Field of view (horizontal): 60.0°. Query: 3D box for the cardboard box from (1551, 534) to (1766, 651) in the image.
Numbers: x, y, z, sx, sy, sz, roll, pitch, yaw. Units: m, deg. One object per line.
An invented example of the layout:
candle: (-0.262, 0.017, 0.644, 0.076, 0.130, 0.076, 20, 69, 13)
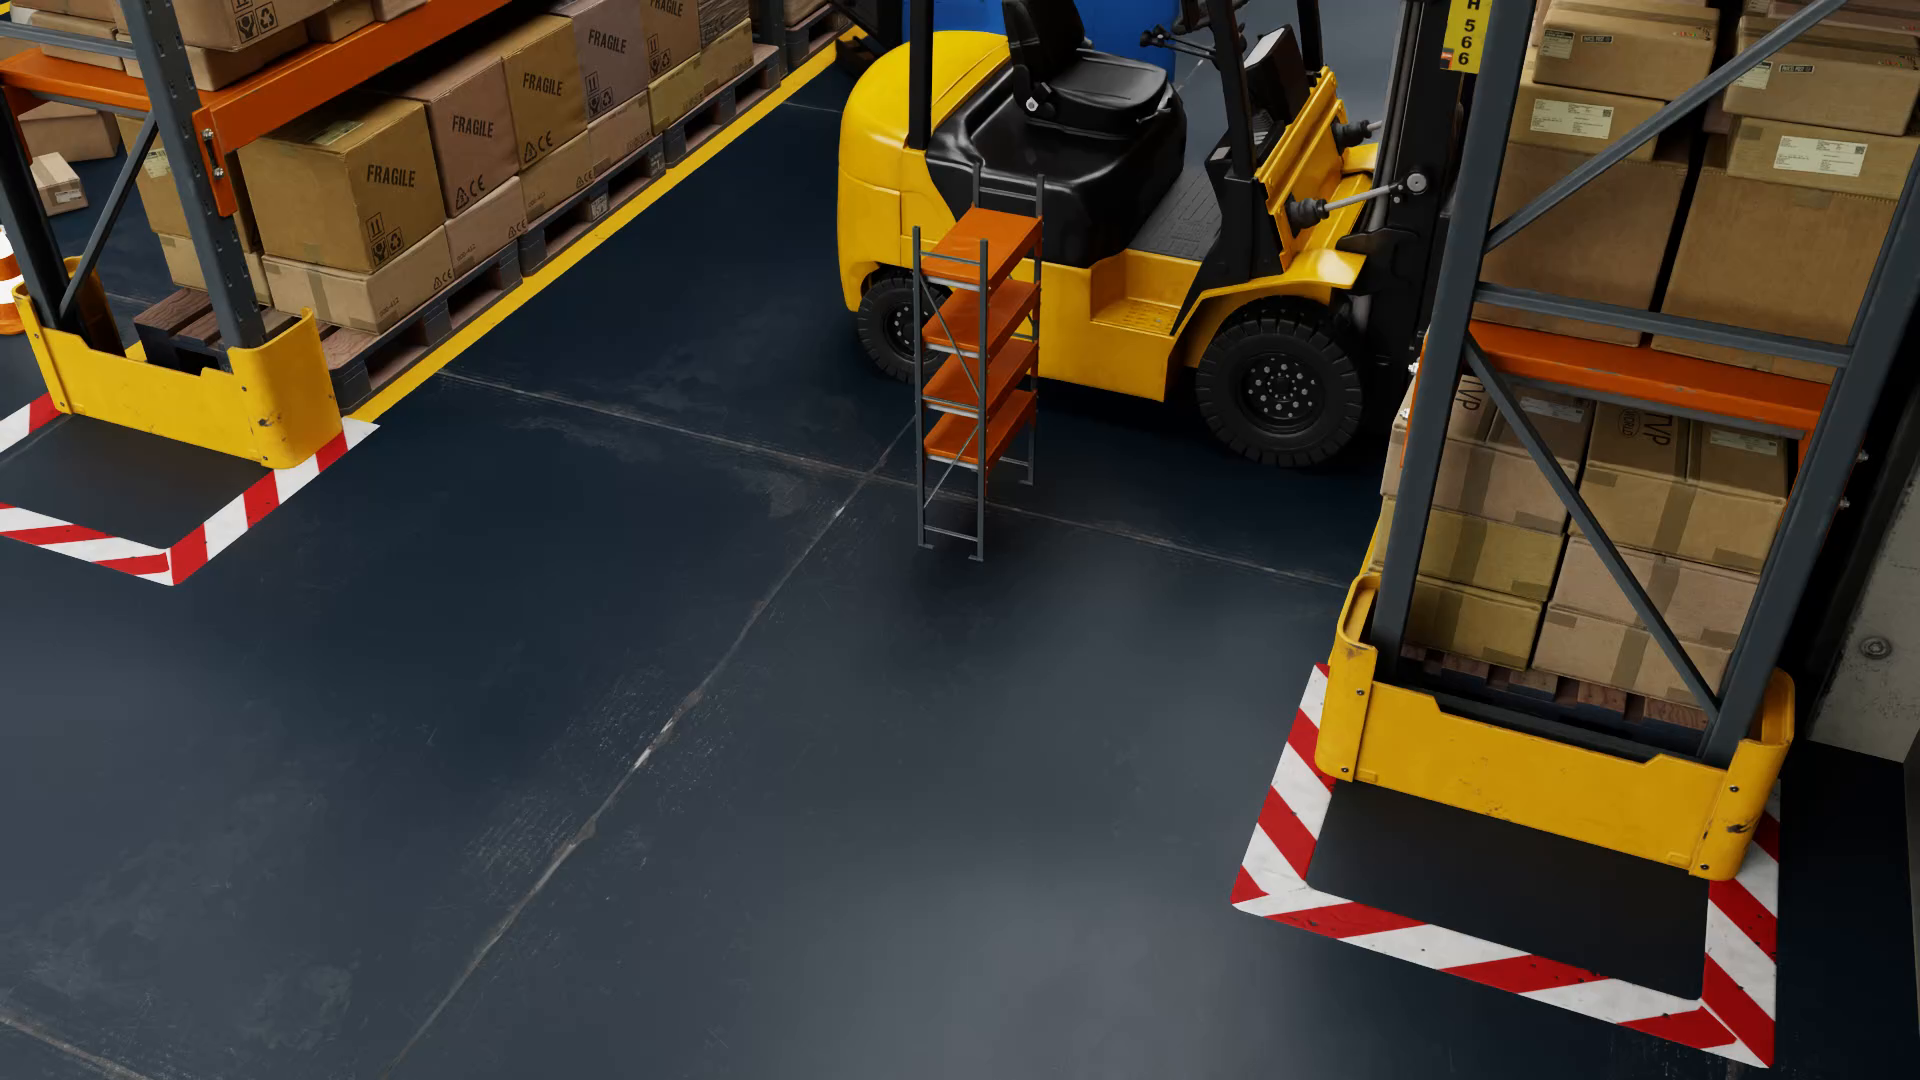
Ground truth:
cardboard box: (2.007, 0.015, 4.753, 0.500, 0.250, 0.500, 15, 39, 19)

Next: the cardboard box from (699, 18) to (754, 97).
cardboard box: (-1.410, -2.527, 8.571, 0.500, 0.250, 0.500, 16, 40, 20)

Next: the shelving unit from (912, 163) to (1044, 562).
shelving unit: (0.063, -0.572, 5.513, 0.258, 1.200, 0.503, 14, 39, 18)

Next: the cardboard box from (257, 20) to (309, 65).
cardboard box: (-2.553, -1.817, 5.885, 0.380, 0.149, 0.250, 14, 39, 18)

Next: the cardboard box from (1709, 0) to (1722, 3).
cardboard box: (1.880, -1.586, 4.493, 0.380, 0.149, 0.250, 14, 39, 18)

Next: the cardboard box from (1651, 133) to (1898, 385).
cardboard box: (2.081, -0.756, 4.173, 0.500, 0.500, 0.500, 15, 39, 19)

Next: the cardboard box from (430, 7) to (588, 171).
cardboard box: (-1.992, -1.964, 7.192, 0.500, 0.500, 0.500, 15, 39, 19)

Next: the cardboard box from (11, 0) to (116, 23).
cardboard box: (-3.004, -2.156, 5.797, 0.500, 0.500, 0.500, 13, 39, 17)

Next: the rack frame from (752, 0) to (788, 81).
rack frame: (-1.434, -3.848, 8.393, 1.000, 3.000, 0.127, 14, 39, 18)

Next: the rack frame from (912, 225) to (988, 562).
rack frame: (-0.030, -0.437, 5.333, 0.240, 1.200, 0.015, 14, 39, 18)

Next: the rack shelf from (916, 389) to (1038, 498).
rack shelf: (0.063, -0.359, 5.673, 0.258, 0.148, 0.480, 14, 39, 18)

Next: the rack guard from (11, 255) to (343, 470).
rack guard: (-2.927, -0.674, 6.235, 1.175, 0.500, 0.348, 14, 39, 18)

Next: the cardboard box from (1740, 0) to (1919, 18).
cardboard box: (2.179, -1.348, 4.174, 0.380, 0.149, 0.250, 15, 39, 19)

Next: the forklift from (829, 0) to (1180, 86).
forklift: (-0.033, -3.775, 8.353, 1.130, 2.935, 3.031, -16, 40, -20)

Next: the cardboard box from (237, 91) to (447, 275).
cardboard box: (-2.385, -1.398, 6.434, 0.500, 0.500, 0.500, 13, 39, 16)

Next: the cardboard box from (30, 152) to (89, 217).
cardboard box: (-4.326, -1.677, 7.870, 0.250, 0.149, 0.380, -25, 43, -29)

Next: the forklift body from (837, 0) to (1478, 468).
forklift body: (0.670, -1.631, 6.135, 2.313, 2.155, 1.214, 14, 39, 18)

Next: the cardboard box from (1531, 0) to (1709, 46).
cardboard box: (1.642, -1.314, 4.129, 0.380, 0.149, 0.250, 14, 39, 18)

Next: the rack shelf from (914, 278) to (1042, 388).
rack shelf: (0.063, -0.698, 5.420, 0.258, 0.148, 0.480, 14, 39, 18)

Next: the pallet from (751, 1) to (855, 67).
pallet: (-1.139, -3.163, 9.805, 1.003, 0.211, 1.213, 14, 39, 18)

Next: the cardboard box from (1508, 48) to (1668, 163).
cardboard box: (1.509, -1.061, 4.038, 0.380, 0.149, 0.250, 14, 39, 18)

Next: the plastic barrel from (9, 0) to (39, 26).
plastic barrel: (-5.063, -2.910, 9.290, 0.421, 0.421, 0.512, -17, 40, -22)

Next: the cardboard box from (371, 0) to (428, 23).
cardboard box: (-2.237, -2.075, 6.231, 0.380, 0.149, 0.250, 14, 39, 18)

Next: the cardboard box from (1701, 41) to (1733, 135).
cardboard box: (2.040, -1.085, 4.070, 0.380, 0.149, 0.250, 14, 39, 18)

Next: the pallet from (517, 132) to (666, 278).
pallet: (-2.120, -1.674, 7.813, 1.003, 0.211, 1.213, 14, 39, 18)

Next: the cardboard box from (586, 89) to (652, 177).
cardboard box: (-1.802, -1.949, 7.798, 0.500, 0.250, 0.500, 14, 39, 18)

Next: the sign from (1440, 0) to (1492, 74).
sign: (1.139, -1.195, 3.678, 0.100, 0.325, 0.005, 14, 39, 18)

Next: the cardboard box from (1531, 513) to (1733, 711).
cardboard box: (2.003, 0.201, 4.922, 0.500, 0.250, 0.500, 14, 39, 18)

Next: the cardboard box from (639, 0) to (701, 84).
cardboard box: (-1.603, -2.545, 7.969, 0.500, 0.500, 0.500, 15, 39, 19)

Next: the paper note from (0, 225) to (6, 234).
paper note: (-4.437, -1.421, 7.626, 0.148, 0.019, 0.142, 1, 37, 2)

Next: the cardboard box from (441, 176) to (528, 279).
cardboard box: (-2.192, -1.365, 7.017, 0.500, 0.250, 0.500, 15, 39, 19)

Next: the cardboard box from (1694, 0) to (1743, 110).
cardboard box: (2.446, -1.329, 4.939, 0.500, 0.500, 0.500, 13, 39, 17)

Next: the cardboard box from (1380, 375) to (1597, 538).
cardboard box: (1.523, -0.298, 4.754, 0.500, 0.250, 0.500, 15, 39, 19)

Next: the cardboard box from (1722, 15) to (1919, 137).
cardboard box: (1.961, -1.061, 3.791, 0.380, 0.149, 0.250, 13, 39, 17)

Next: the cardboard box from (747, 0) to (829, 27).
cardboard box: (-1.237, -3.255, 9.443, 0.950, 0.372, 0.625, 14, 39, 18)

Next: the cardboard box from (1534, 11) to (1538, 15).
cardboard box: (1.786, -1.162, 4.716, 0.500, 0.500, 0.500, 15, 39, 19)

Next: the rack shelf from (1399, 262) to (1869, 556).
rack shelf: (2.397, -1.324, 5.617, 1.077, 0.370, 4.000, 14, 39, 18)

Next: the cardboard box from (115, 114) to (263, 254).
cardboard box: (-2.892, -1.504, 6.576, 0.500, 0.500, 0.500, 14, 39, 18)

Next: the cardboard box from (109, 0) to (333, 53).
cardboard box: (-2.519, -1.992, 5.577, 0.500, 0.500, 0.500, 13, 39, 17)
